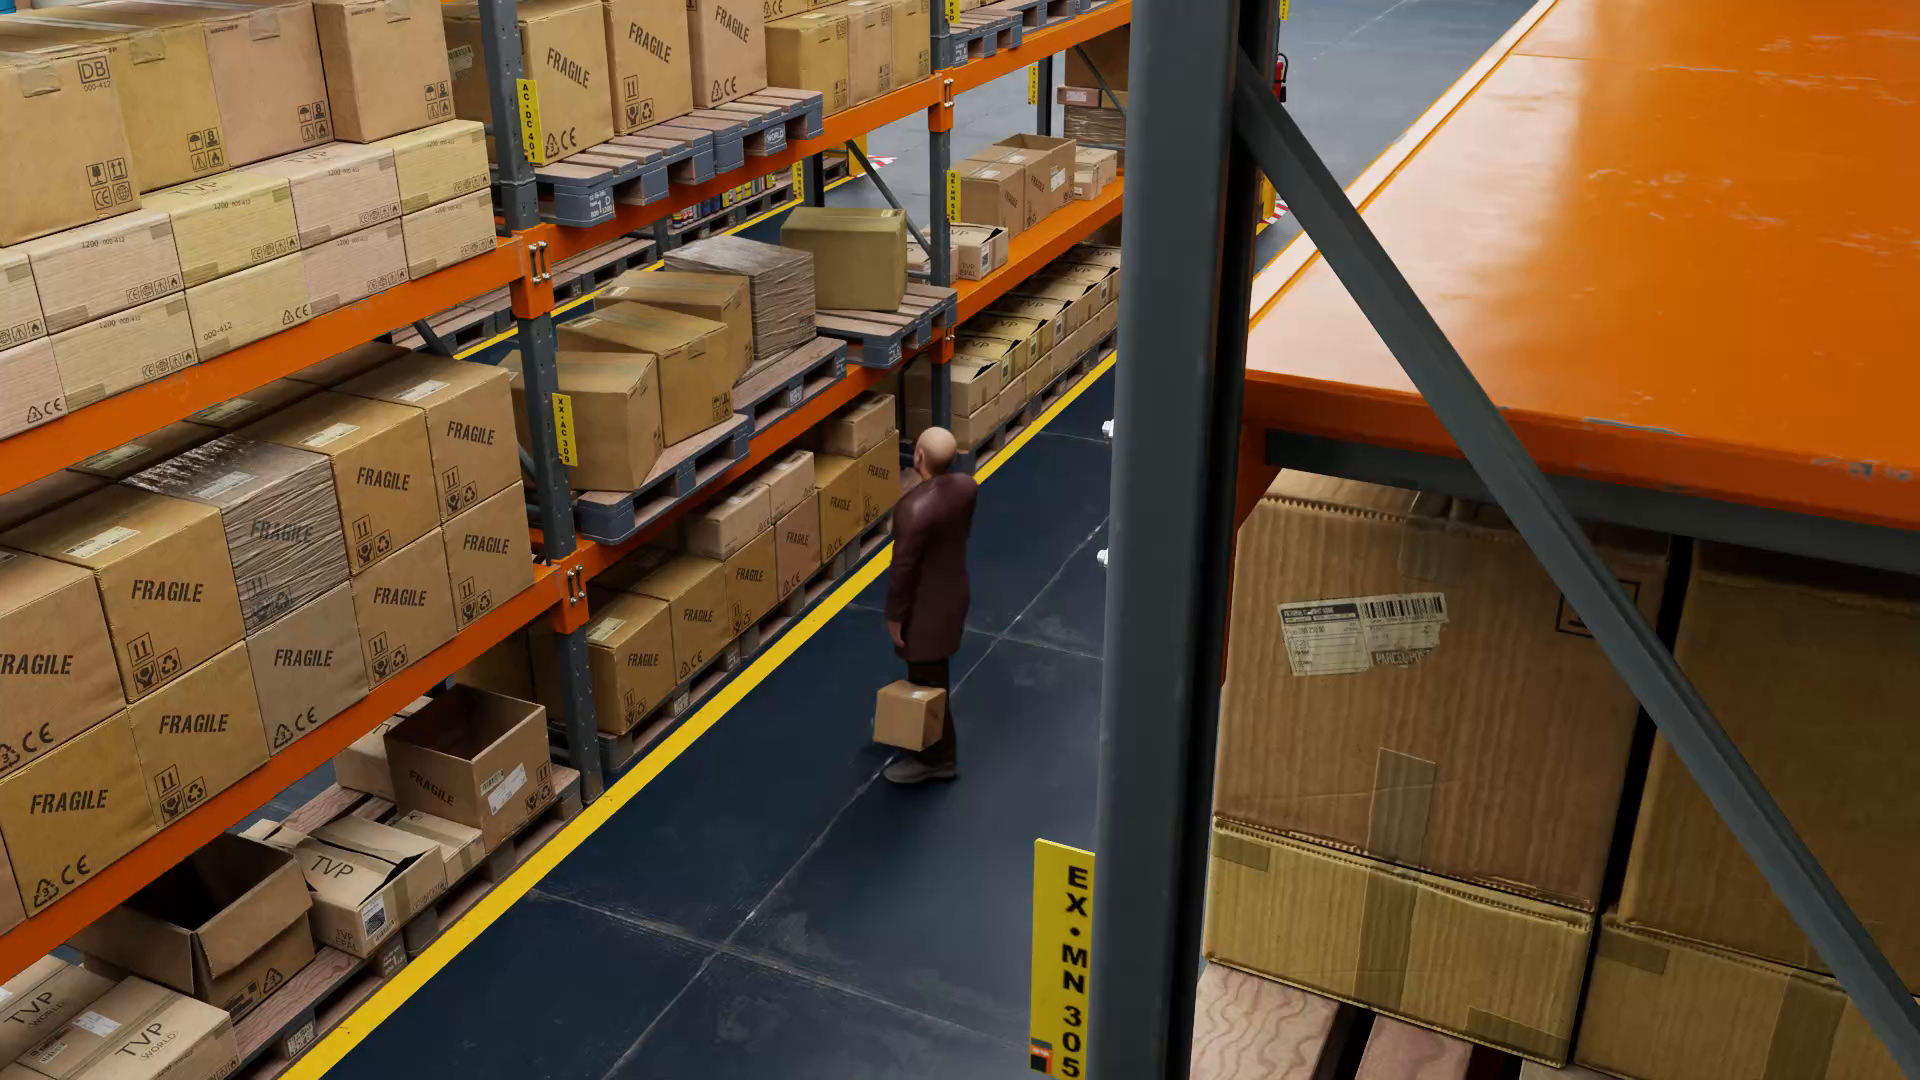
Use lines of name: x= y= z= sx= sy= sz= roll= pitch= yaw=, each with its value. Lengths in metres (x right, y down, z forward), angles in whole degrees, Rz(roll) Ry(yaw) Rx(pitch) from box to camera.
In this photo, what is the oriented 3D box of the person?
person: x=-0.131 y=0.251 z=8.056 sx=0.642 sy=1.769 sz=0.700 roll=-10 pitch=28 yaw=-20
